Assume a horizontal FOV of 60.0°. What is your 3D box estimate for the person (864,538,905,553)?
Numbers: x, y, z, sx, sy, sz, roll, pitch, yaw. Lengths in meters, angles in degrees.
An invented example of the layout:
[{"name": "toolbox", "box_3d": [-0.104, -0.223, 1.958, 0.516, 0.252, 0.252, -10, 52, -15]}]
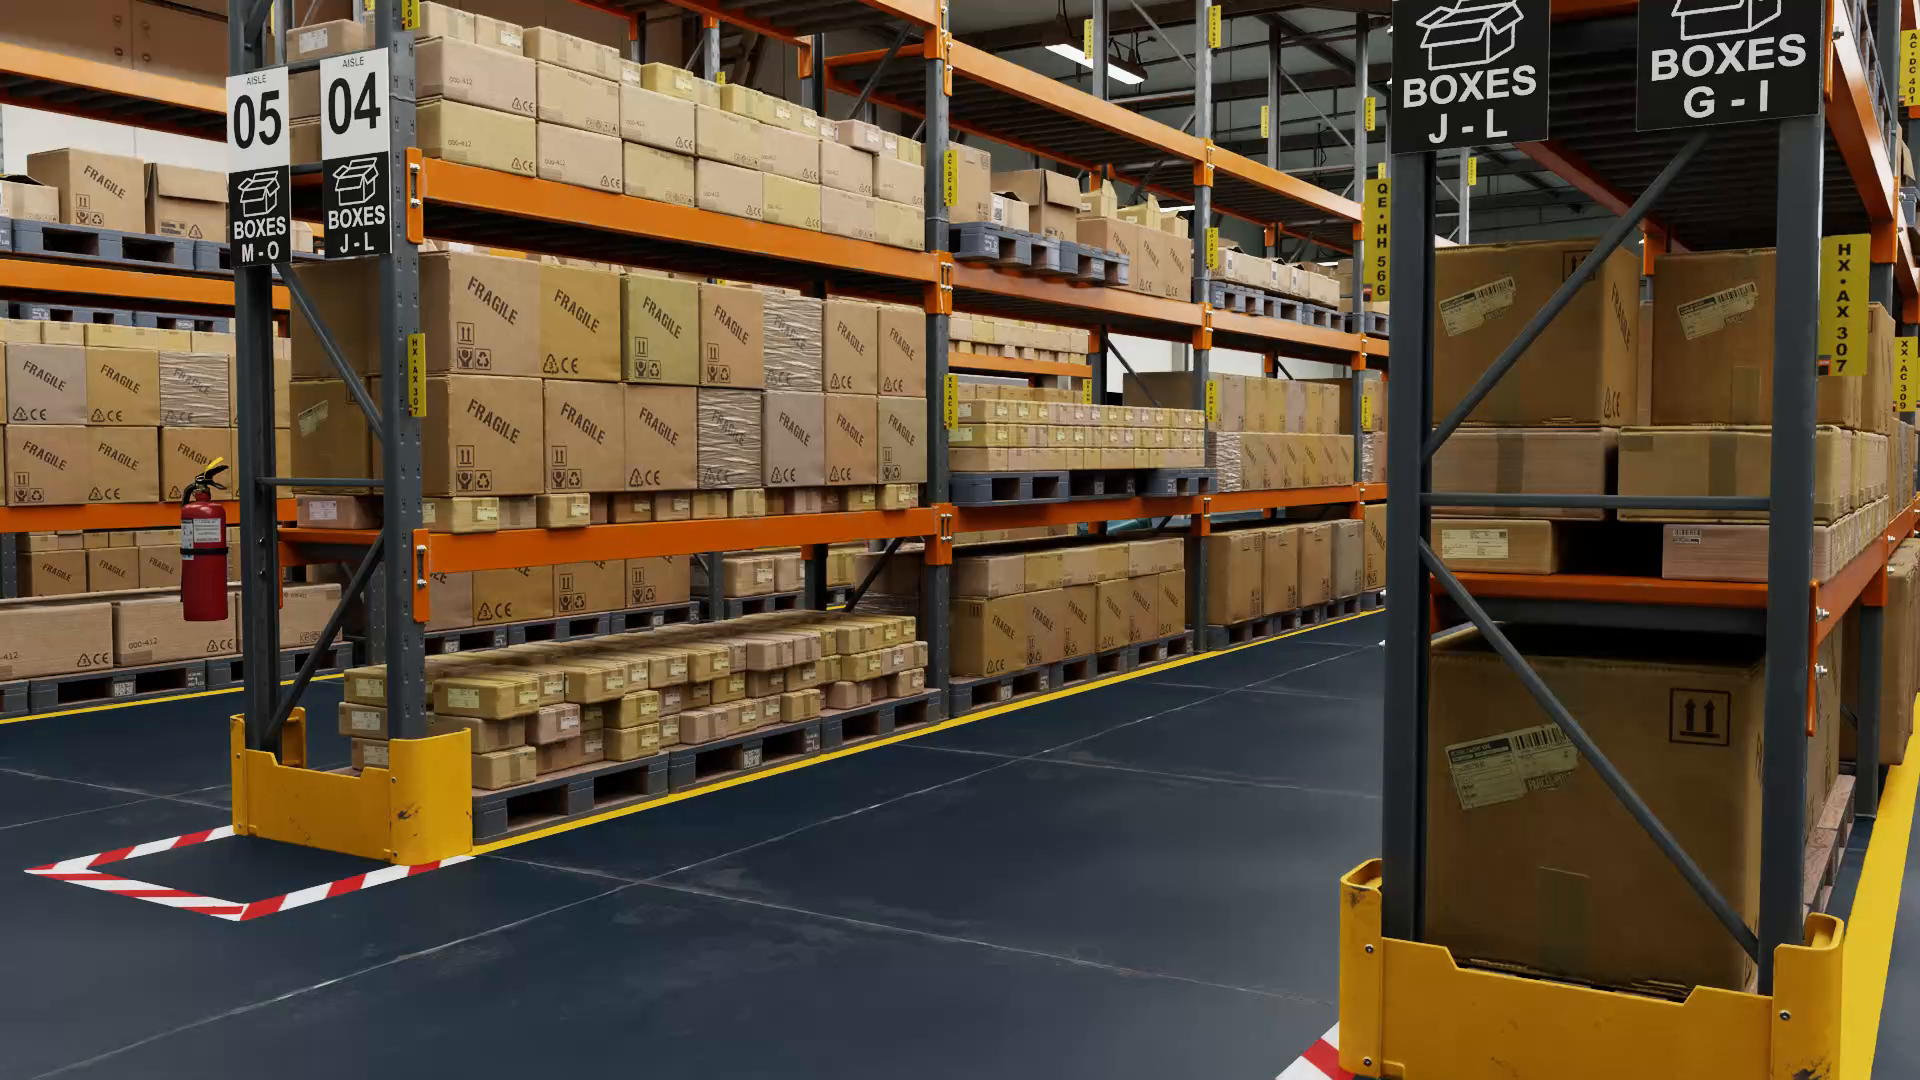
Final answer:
[{"name": "person", "box_3d": [-0.744, -0.029, 16.391, 0.482, 1.592, 0.378, 2, 3, 27]}]
